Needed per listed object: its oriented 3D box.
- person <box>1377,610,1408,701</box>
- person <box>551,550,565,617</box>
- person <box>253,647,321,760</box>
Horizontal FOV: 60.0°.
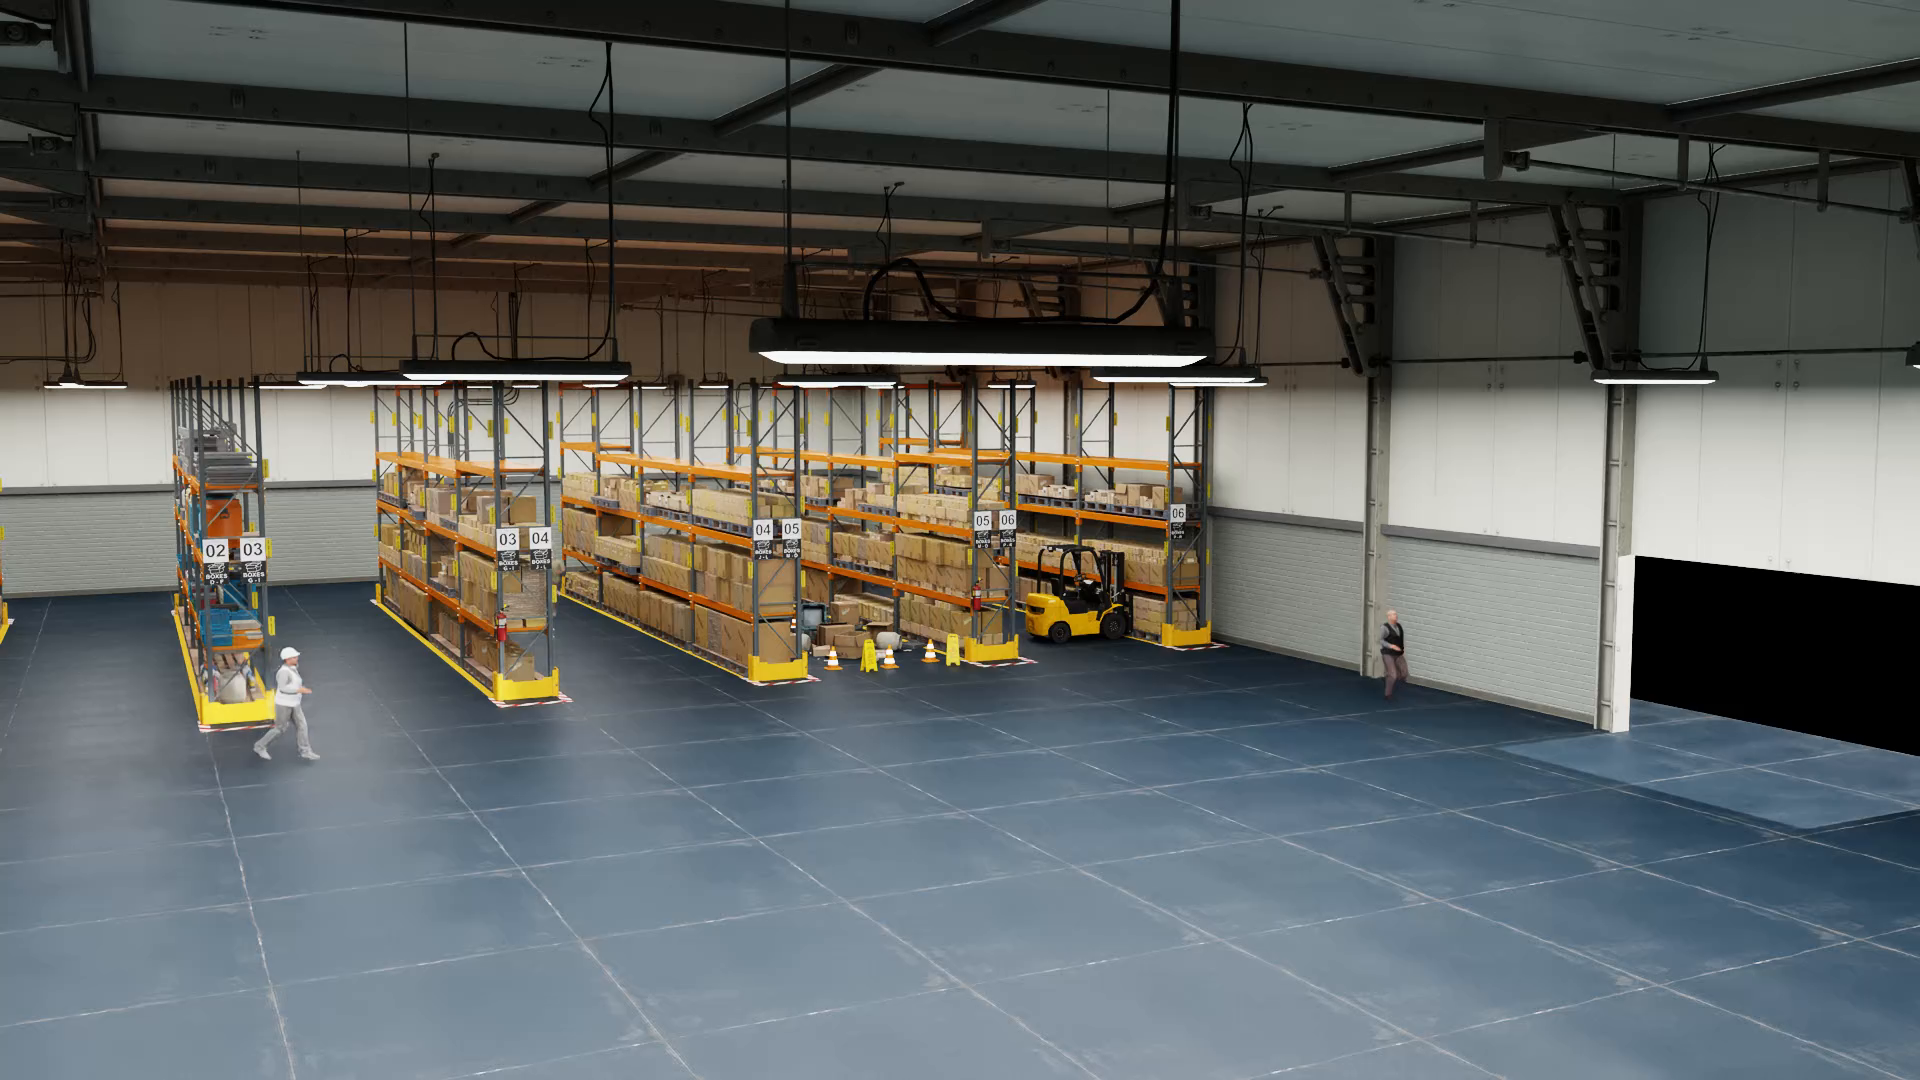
[{"bbox_3d":[8.047,2.140,30.895,0.698,1.686,0.591,-3,6,-30],"label":"person"},{"bbox_3d":[-10.444,1.088,42.789,0.565,1.680,0.889,-2,5,-18],"label":"person"},{"bbox_3d":[-10.429,2.541,25.702,0.966,1.773,0.629,0,5,-2],"label":"person"}]
